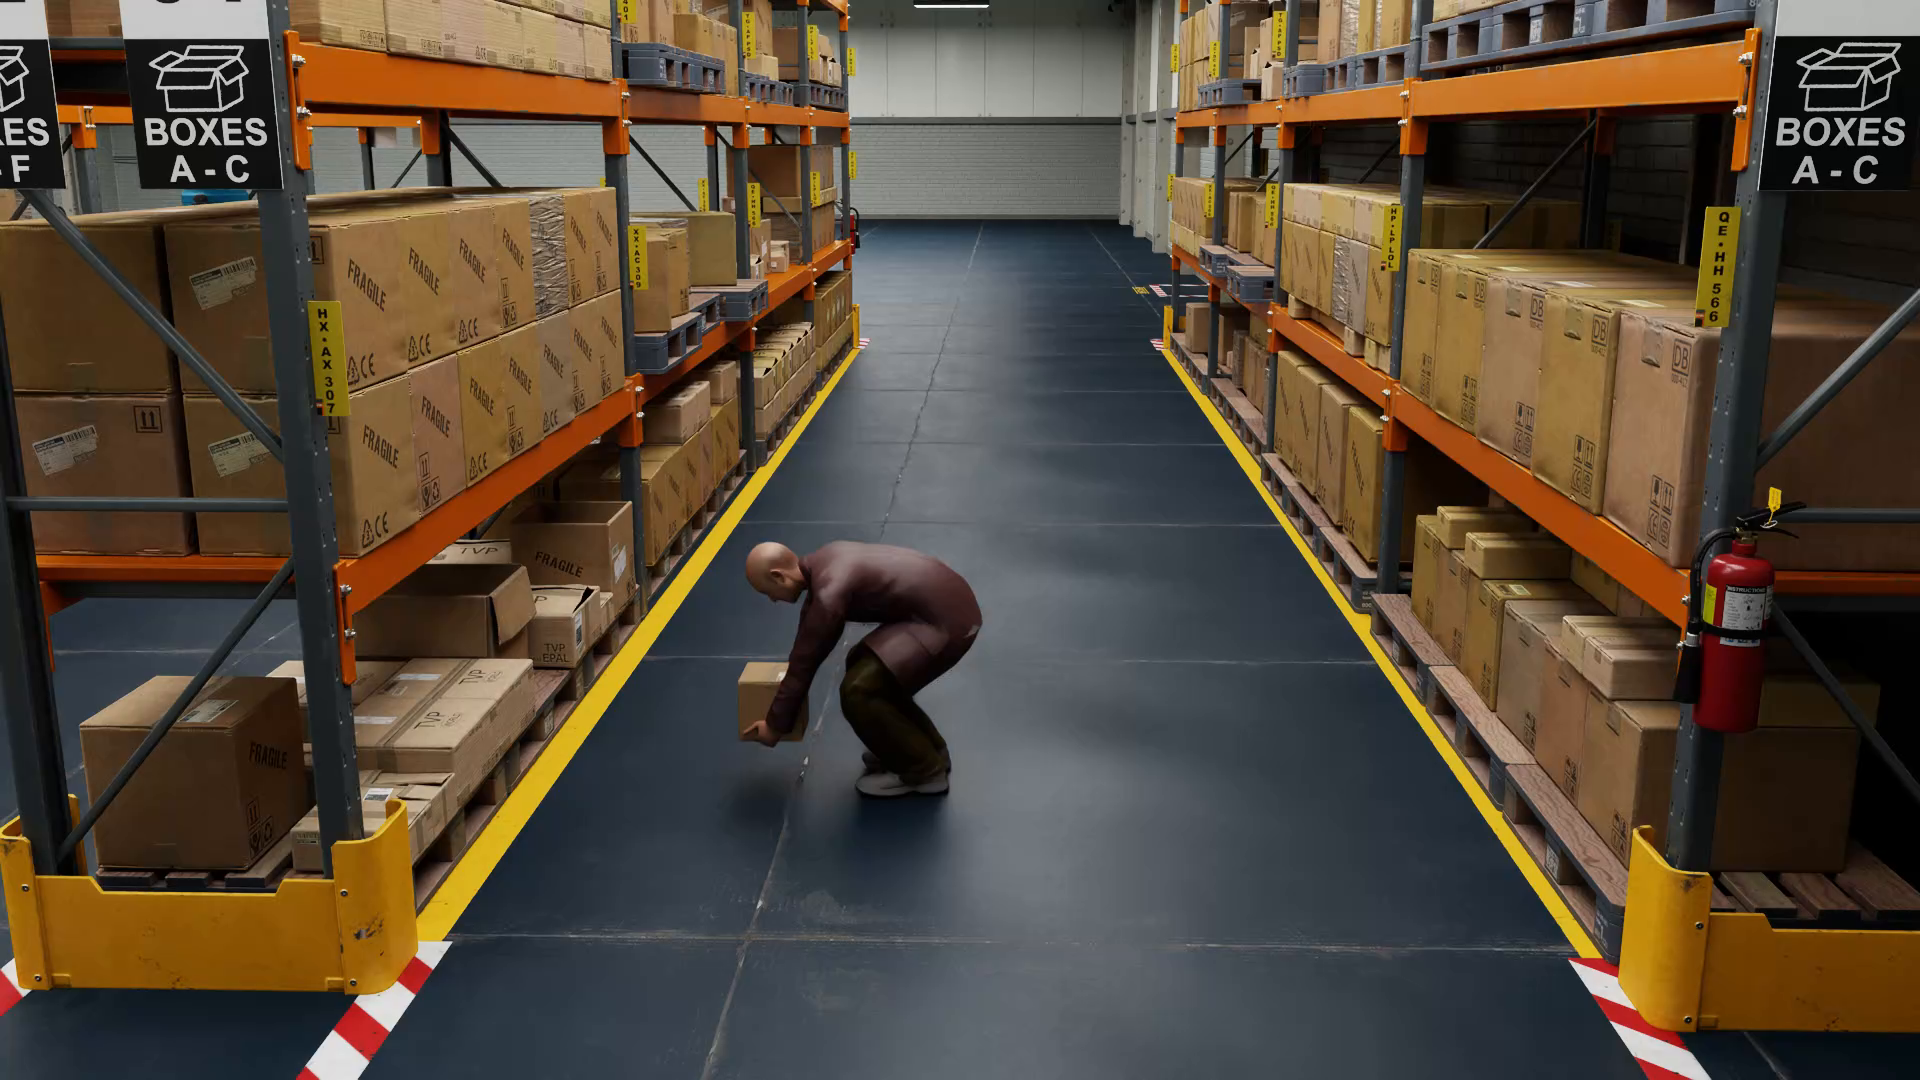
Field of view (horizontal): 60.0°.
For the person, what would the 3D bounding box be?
[{"bbox_3d":[-0.386,0.500,6.651,0.952,0.985,0.594,0,14,-1],"label":"person"}]
